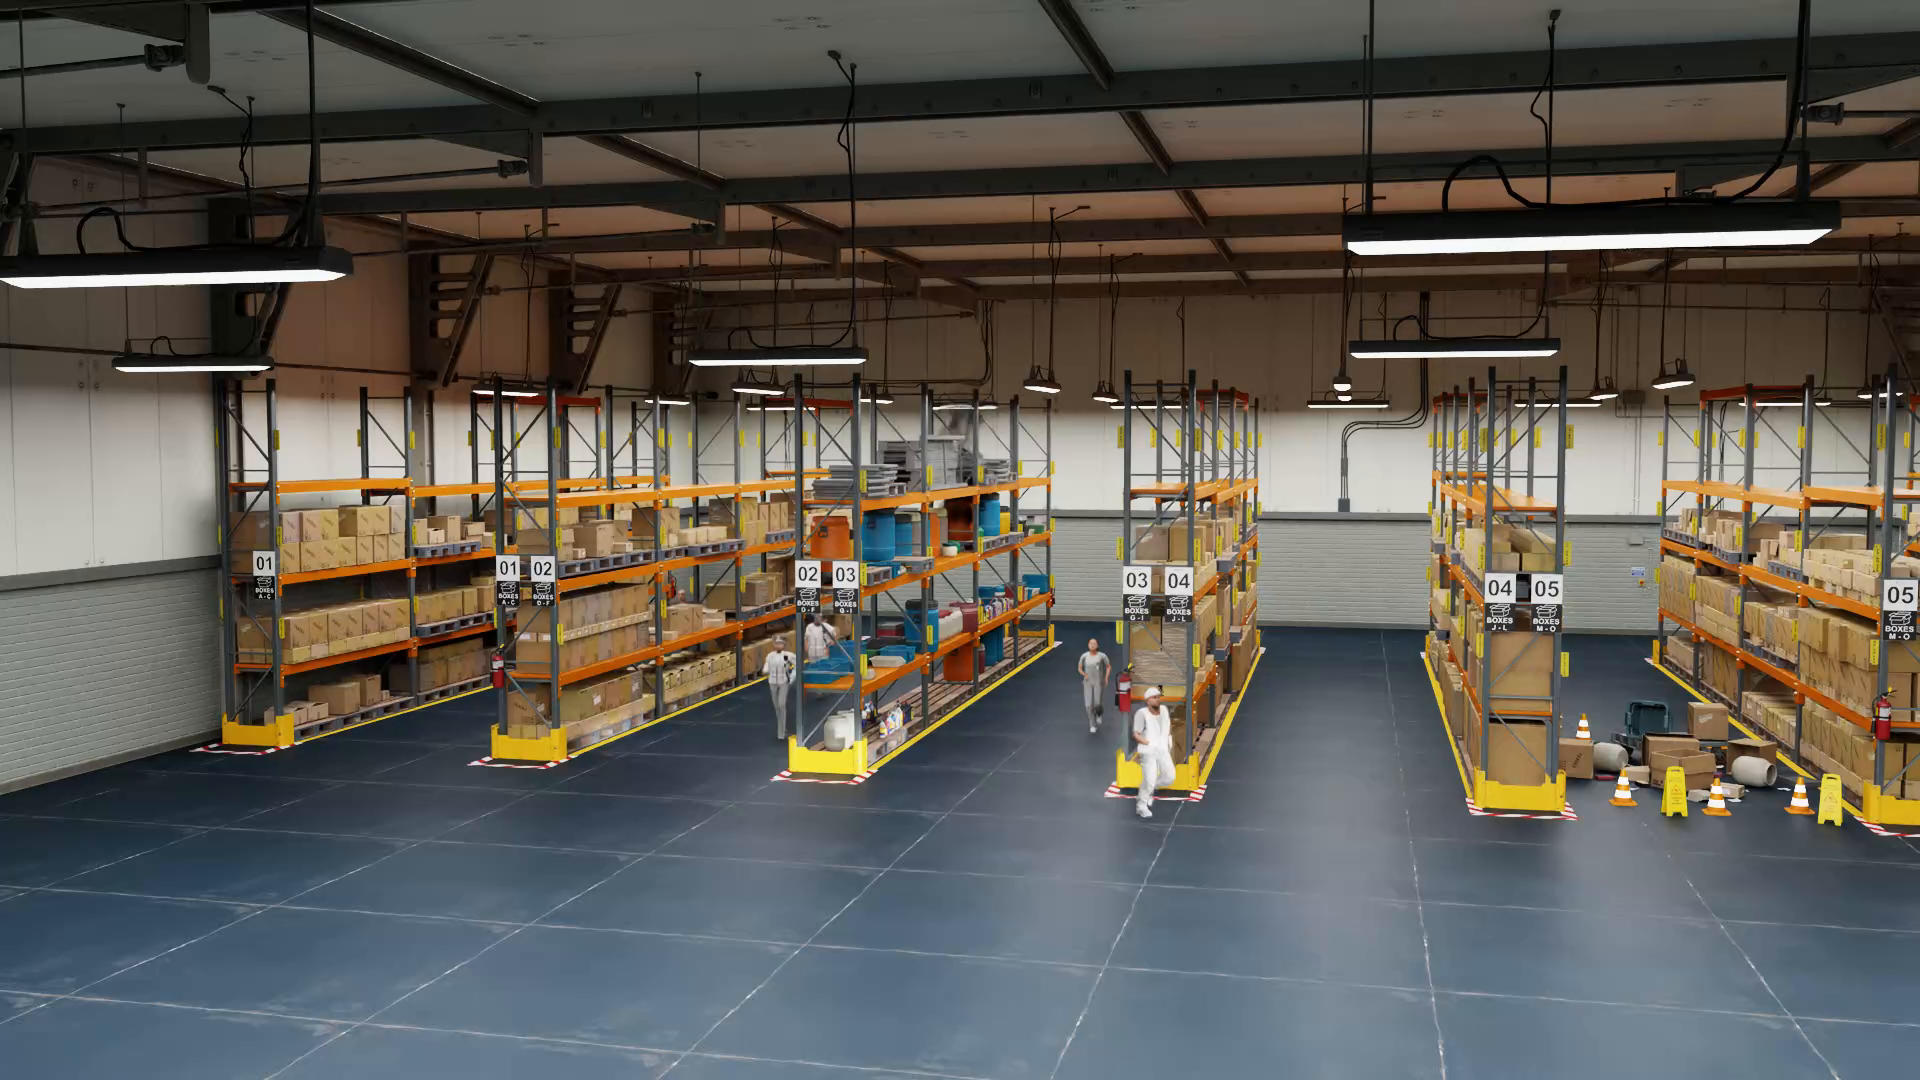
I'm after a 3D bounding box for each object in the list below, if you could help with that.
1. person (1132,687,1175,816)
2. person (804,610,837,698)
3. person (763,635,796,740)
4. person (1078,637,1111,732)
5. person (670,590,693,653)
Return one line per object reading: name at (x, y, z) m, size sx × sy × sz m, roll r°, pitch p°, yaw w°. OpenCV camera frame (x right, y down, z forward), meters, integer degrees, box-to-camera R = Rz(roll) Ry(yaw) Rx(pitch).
person at (2.605, 2.811, 22.028) m, size 0.723 × 1.731 × 0.652 m, roll -2°, pitch 4°, yaw -31°
person at (-2.736, 2.201, 32.087) m, size 0.638 × 1.737 × 0.564 m, roll 1°, pitch 3°, yaw 11°
person at (-3.037, 2.471, 28.077) m, size 0.594 × 1.745 × 0.712 m, roll 1°, pitch 4°, yaw 14°
person at (2.292, 2.481, 28.502) m, size 0.560 × 1.631 × 0.559 m, roll 1°, pitch 3°, yaw 11°
person at (-5.961, 1.950, 35.802) m, size 0.673 × 1.790 × 1.040 m, roll 0°, pitch 3°, yaw 7°
